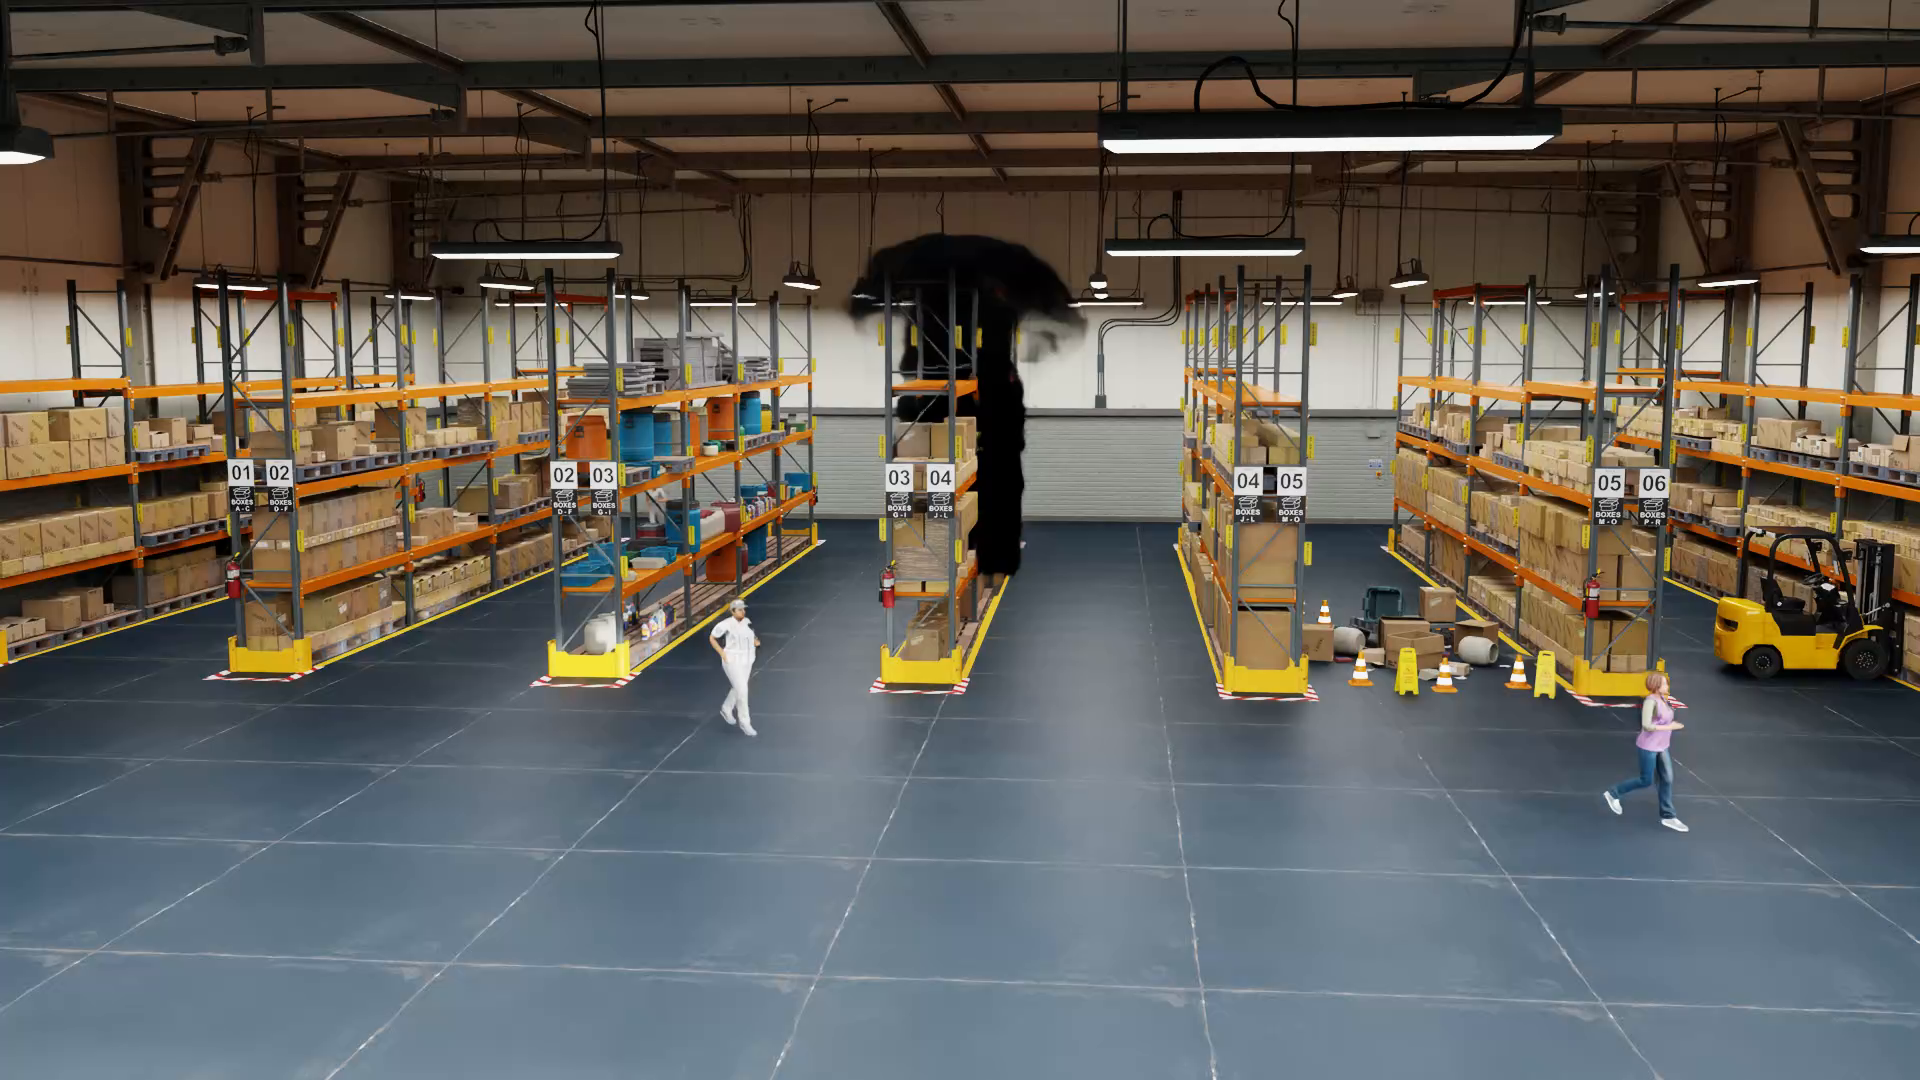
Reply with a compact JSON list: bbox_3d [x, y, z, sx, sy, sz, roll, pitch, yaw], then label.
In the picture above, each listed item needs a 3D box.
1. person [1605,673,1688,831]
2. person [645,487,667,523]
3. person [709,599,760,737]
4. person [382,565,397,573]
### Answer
[{"bbox_3d":[7.065,2.133,17.027,0.852,1.587,0.568,7,10,44],"label":"person"},{"bbox_3d":[-7.246,-0.630,39.620,0.568,1.717,0.770,0,7,2],"label":"person"},{"bbox_3d":[-2.833,1.600,21.221,0.787,1.712,0.589,5,9,37],"label":"person"},{"bbox_3d":[-11.147,0.302,32.478,0.523,1.551,0.578,0,7,-1],"label":"person"}]
